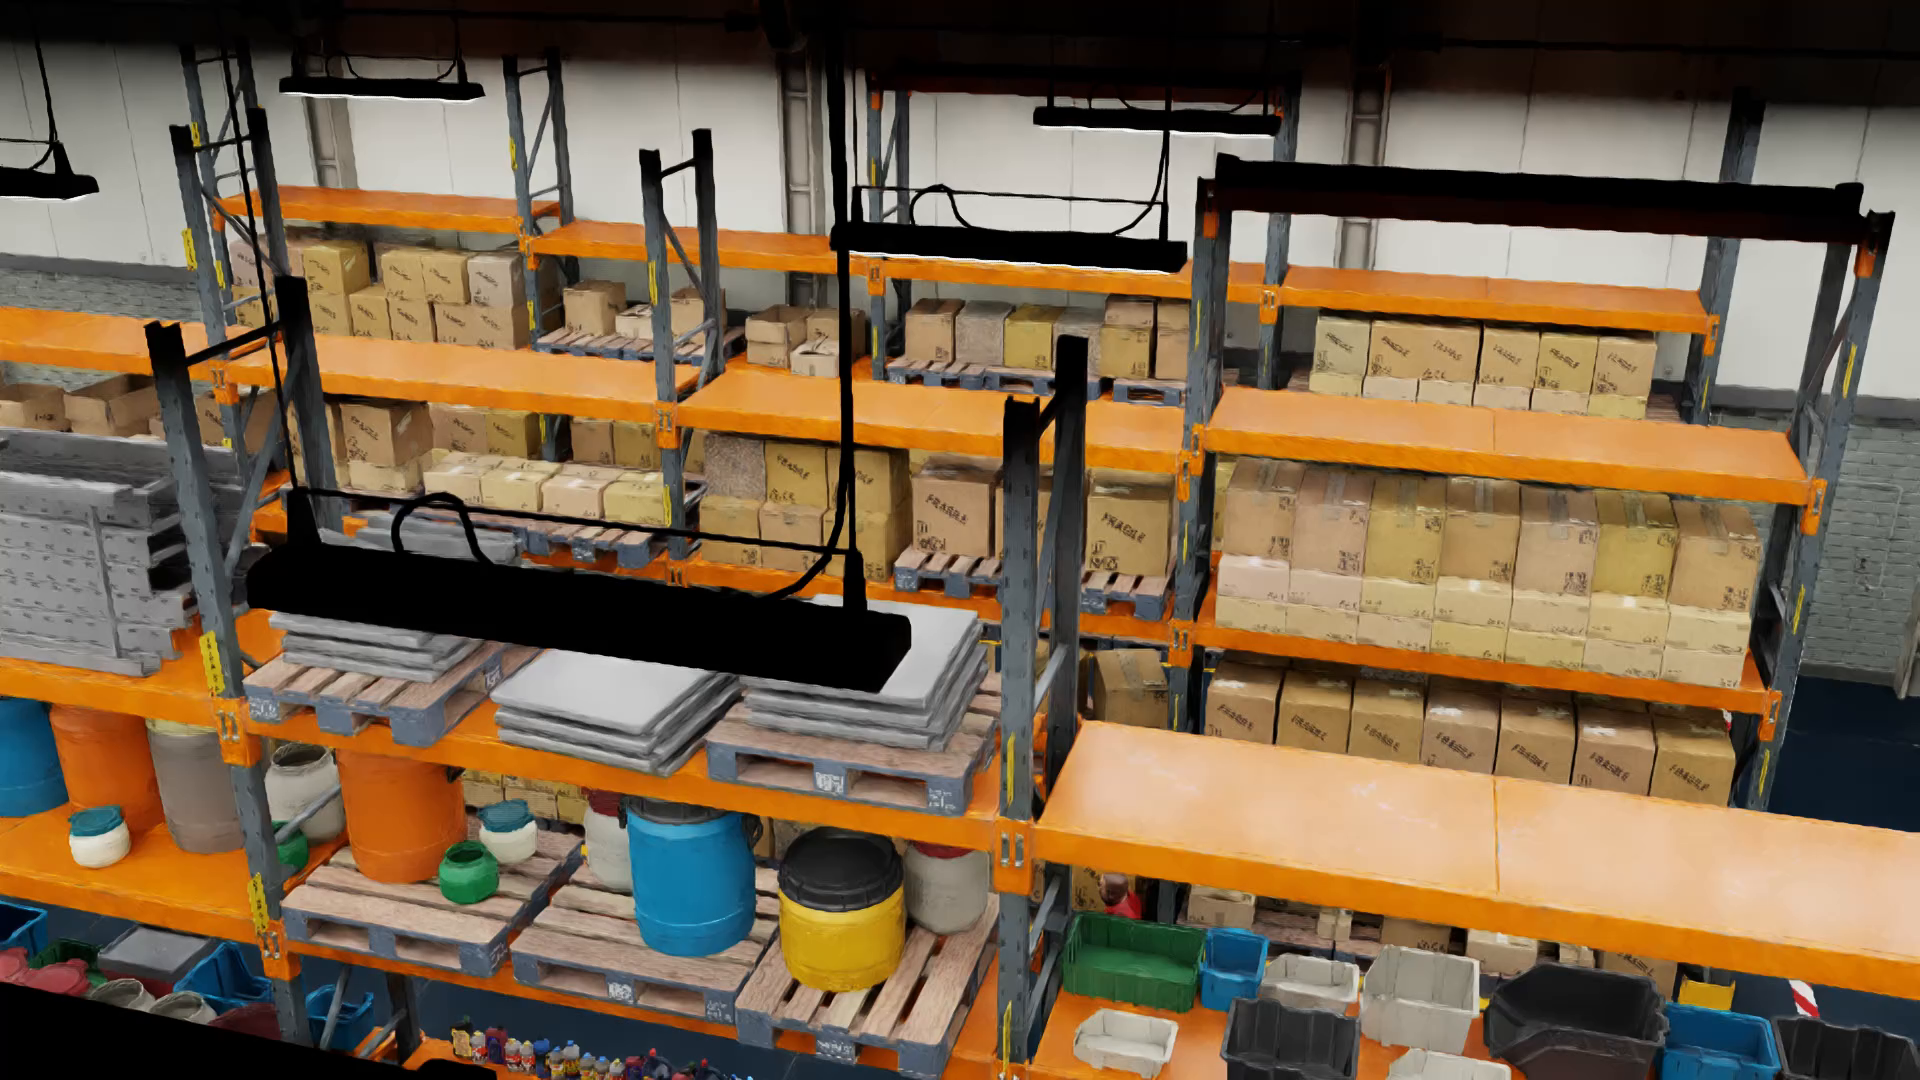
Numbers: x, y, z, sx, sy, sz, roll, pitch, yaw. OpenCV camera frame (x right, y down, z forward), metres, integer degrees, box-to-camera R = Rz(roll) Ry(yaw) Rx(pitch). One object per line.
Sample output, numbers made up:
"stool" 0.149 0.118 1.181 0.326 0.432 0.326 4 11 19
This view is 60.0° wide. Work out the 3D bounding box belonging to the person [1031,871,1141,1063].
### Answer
"person" 1.096 2.977 11.421 1.126 1.645 0.542 7 24 17
